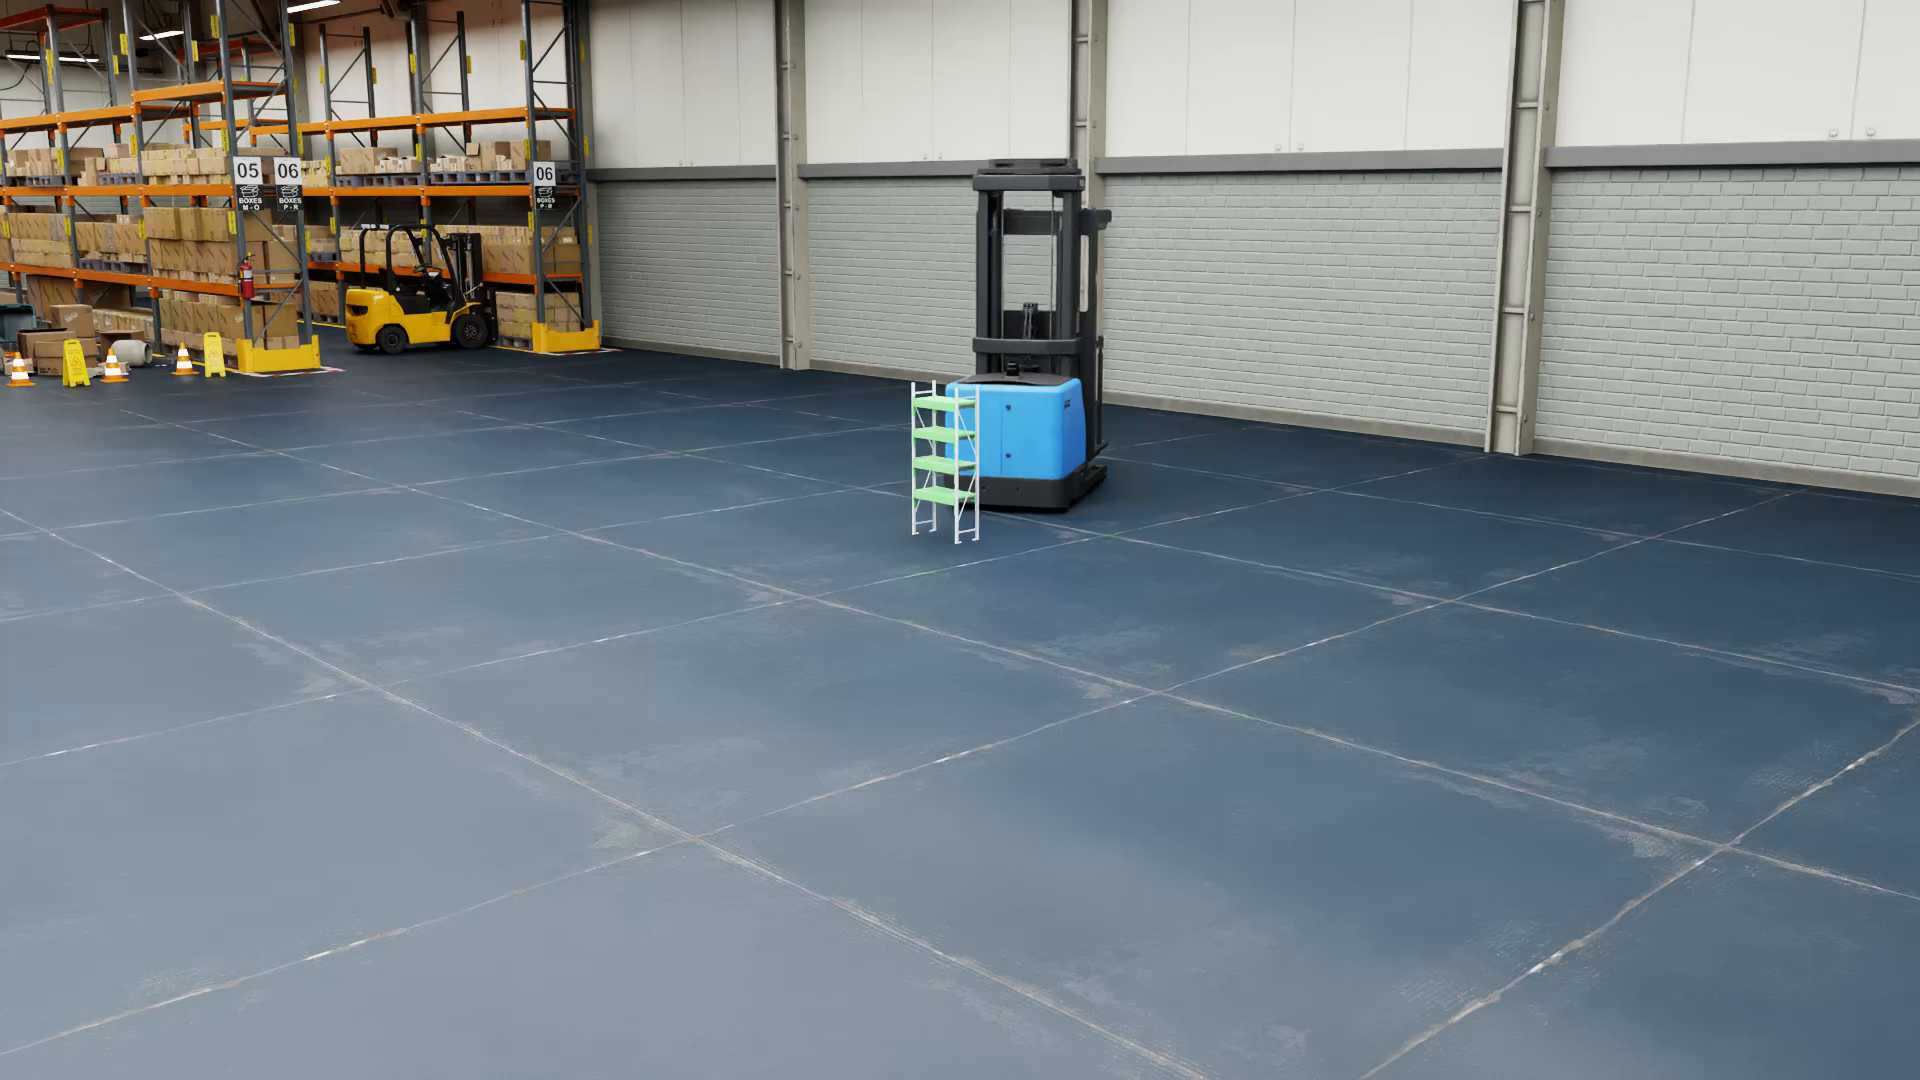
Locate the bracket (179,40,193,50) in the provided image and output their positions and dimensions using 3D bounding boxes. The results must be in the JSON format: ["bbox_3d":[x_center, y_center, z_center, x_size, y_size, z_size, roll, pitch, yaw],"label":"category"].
[{"bbox_3d":[-19.100,-12.232,41.063,0.235,0.232,0.430,-11,16,-43],"label":"bracket"}]

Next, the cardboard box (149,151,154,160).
[{"bbox_3d":[-13.038,-6.290,27.220,0.380,0.149,0.250,-10,15,-41],"label":"cardboard box"}]

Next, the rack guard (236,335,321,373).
[{"bbox_3d":[-10.510,-2.881,25.658,1.175,0.500,0.348,-11,16,-43],"label":"rack guard"}]

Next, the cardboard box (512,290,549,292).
[{"bbox_3d":[-7.751,-4.379,30.028,0.500,0.250,0.500,-11,16,-43],"label":"cardboard box"}]

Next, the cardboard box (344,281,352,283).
[{"bbox_3d":[-12.924,-5.441,35.432,0.380,0.149,0.250,-11,16,-42],"label":"cardboard box"}]

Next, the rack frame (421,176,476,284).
[{"bbox_3d":[-9.633,-5.371,31.546,1.000,3.000,0.127,-11,16,-43],"label":"rack frame"}]

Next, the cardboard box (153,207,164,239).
[{"bbox_3d":[-12.736,-5.191,27.210,0.700,0.500,0.500,-11,16,-42],"label":"cardboard box"}]

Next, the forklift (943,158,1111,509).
[{"bbox_3d":[0.746,-1.950,15.112,1.130,2.935,3.031,3,12,15],"label":"forklift"}]

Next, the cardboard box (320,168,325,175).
[{"bbox_3d":[-12.979,-7.604,34.337,0.250,0.149,0.380,11,16,44],"label":"cardboard box"}]

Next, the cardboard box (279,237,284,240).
[{"bbox_3d":[-14.476,-6.422,35.940,0.396,0.266,0.258,-10,15,-40],"label":"cardboard box"}]

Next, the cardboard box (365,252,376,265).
[{"bbox_3d":[-11.561,-5.634,33.195,0.500,0.250,0.500,11,16,43],"label":"cardboard box"}]

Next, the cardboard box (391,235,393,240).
[{"bbox_3d":[-10.933,-5.939,32.447,0.380,0.149,0.250,-11,16,-42],"label":"cardboard box"}]

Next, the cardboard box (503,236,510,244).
[{"bbox_3d":[-7.808,-5.282,29.262,0.380,0.149,0.250,-11,16,-43],"label":"cardboard box"}]

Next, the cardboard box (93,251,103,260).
[{"bbox_3d":[-15.391,-5.136,29.989,0.380,0.149,0.250,-11,16,-42],"label":"cardboard box"}]

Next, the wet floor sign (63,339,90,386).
[{"bbox_3d":[-12.516,-2.509,23.489,0.232,0.644,0.267,8,14,35],"label":"wet floor sign"}]

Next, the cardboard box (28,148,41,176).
[{"bbox_3d":[-17.409,-7.203,31.716,0.500,0.500,0.500,-11,16,-42],"label":"cardboard box"}]

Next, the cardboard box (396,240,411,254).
[{"bbox_3d":[-10.517,-5.652,32.045,0.500,0.250,0.500,11,16,44],"label":"cardboard box"}]

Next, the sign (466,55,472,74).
[{"bbox_3d":[-9.214,-8.918,31.188,0.100,0.325,0.005,-11,16,-43],"label":"sign"}]

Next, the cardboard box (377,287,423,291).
[{"bbox_3d":[-11.052,-4.712,33.191,0.625,0.625,0.875,11,16,43],"label":"cardboard box"}]

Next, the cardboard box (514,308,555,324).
[{"bbox_3d":[-7.433,-3.918,29.030,0.500,0.250,0.500,-11,16,-43],"label":"cardboard box"}]

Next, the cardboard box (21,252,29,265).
[{"bbox_3d":[-18.273,-5.596,33.012,0.500,0.250,0.500,11,16,44],"label":"cardboard box"}]

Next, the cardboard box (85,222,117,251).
[{"bbox_3d":[-15.474,-5.490,30.097,0.500,0.500,0.500,-10,15,-40],"label":"cardboard box"}]

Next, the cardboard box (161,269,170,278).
[{"bbox_3d":[-13.023,-4.435,27.627,0.380,0.149,0.250,-10,15,-41],"label":"cardboard box"}]

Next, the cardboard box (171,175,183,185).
[{"bbox_3d":[-12.355,-5.744,26.549,0.380,0.149,0.250,-11,16,-44],"label":"cardboard box"}]

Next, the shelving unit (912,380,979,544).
[{"bbox_3d":[-0.114,-0.612,12.908,0.258,1.200,0.503,-11,16,-43],"label":"shelving unit"}]

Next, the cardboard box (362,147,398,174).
[{"bbox_3d":[-11.368,-7.439,32.615,0.500,0.500,0.500,-10,16,-41],"label":"cardboard box"}]

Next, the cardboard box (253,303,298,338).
[{"bbox_3d":[-10.832,-3.481,26.287,0.500,0.500,0.500,11,16,43],"label":"cardboard box"}]

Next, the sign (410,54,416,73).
[{"bbox_3d":[-10.017,-8.728,30.463,0.100,0.325,0.005,-11,16,-43],"label":"sign"}]

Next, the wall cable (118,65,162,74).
[{"bbox_3d":[-20.892,-13.786,43.744,2.988,3.039,0.133,-11,16,-43],"label":"wall cable"}]

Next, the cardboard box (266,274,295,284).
[{"bbox_3d":[-10.543,-4.050,25.758,0.380,0.149,0.250,-11,16,-42],"label":"cardboard box"}]

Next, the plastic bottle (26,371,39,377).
[{"bbox_3d":[-13.888,-2.478,24.788,0.283,0.061,0.133,6,13,26],"label":"plastic bottle"}]

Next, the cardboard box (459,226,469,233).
[{"bbox_3d":[-8.896,-5.648,30.298,0.380,0.149,0.250,-11,16,-43],"label":"cardboard box"}]

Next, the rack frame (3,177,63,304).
[{"bbox_3d":[-18.745,-5.846,33.853,1.000,3.000,0.127,-11,16,-43],"label":"rack frame"}]

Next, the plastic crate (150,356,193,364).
[{"bbox_3d":[-12.729,-2.905,26.814,0.583,0.080,0.402,6,13,26],"label":"plastic crate"}]

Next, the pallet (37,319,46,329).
[{"bbox_3d":[-18.157,-4.378,33.639,1.003,0.211,1.213,-11,16,-43],"label":"pallet"}]

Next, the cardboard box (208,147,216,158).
[{"bbox_3d":[-11.245,-5.917,25.411,0.380,0.149,0.250,-11,16,-43],"label":"cardboard box"}]

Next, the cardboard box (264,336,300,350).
[{"bbox_3d":[-10.815,-3.110,26.346,0.500,0.250,0.500,-11,16,-43],"label":"cardboard box"}]

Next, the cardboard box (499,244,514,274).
[{"bbox_3d":[-7.752,-4.948,29.247,0.500,0.500,0.500,-10,15,-41],"label":"cardboard box"}]

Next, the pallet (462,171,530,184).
[{"bbox_3d":[-8.187,-6.498,29.801,1.003,0.211,1.213,-11,16,-43],"label":"pallet"}]

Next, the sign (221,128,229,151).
[{"bbox_3d":[-10.873,-5.923,24.599,0.100,0.325,0.005,-11,16,-43],"label":"sign"}]

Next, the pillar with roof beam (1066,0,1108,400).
[{"bbox_3d":[-1.526,-5.601,17.797,9.100,9.000,0.400,-11,16,-43],"label":"pillar with roof beam"}]

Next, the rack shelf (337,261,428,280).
[{"bbox_3d":[-11.014,-5.310,33.035,1.077,0.370,4.000,-11,16,-43],"label":"rack shelf"}]

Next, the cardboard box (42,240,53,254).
[{"bbox_3d":[-17.226,-5.615,31.865,0.500,0.250,0.500,11,16,44],"label":"cardboard box"}]

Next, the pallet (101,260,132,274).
[{"bbox_3d":[-14.586,-4.885,29.664,1.003,0.211,1.213,-11,16,-43],"label":"pallet"}]

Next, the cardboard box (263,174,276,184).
[{"bbox_3d":[-10.452,-5.534,25.530,0.380,0.149,0.250,-11,16,-42],"label":"cardboard box"}]

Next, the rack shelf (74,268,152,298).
[{"bbox_3d":[-14.601,-4.618,29.675,1.077,0.370,4.000,-11,16,-43],"label":"rack shelf"}]

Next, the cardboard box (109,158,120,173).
[{"bbox_3d":[-14.425,-6.494,28.895,0.500,0.250,0.500,-11,16,-42],"label":"cardboard box"}]

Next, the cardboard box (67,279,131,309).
[{"bbox_3d":[-16.399,-4.540,31.737,0.875,0.875,0.875,-11,16,-43],"label":"cardboard box"}]

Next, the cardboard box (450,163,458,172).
[{"bbox_3d":[-9.012,-6.751,30.148,0.380,0.149,0.250,-10,15,-41],"label":"cardboard box"}]
